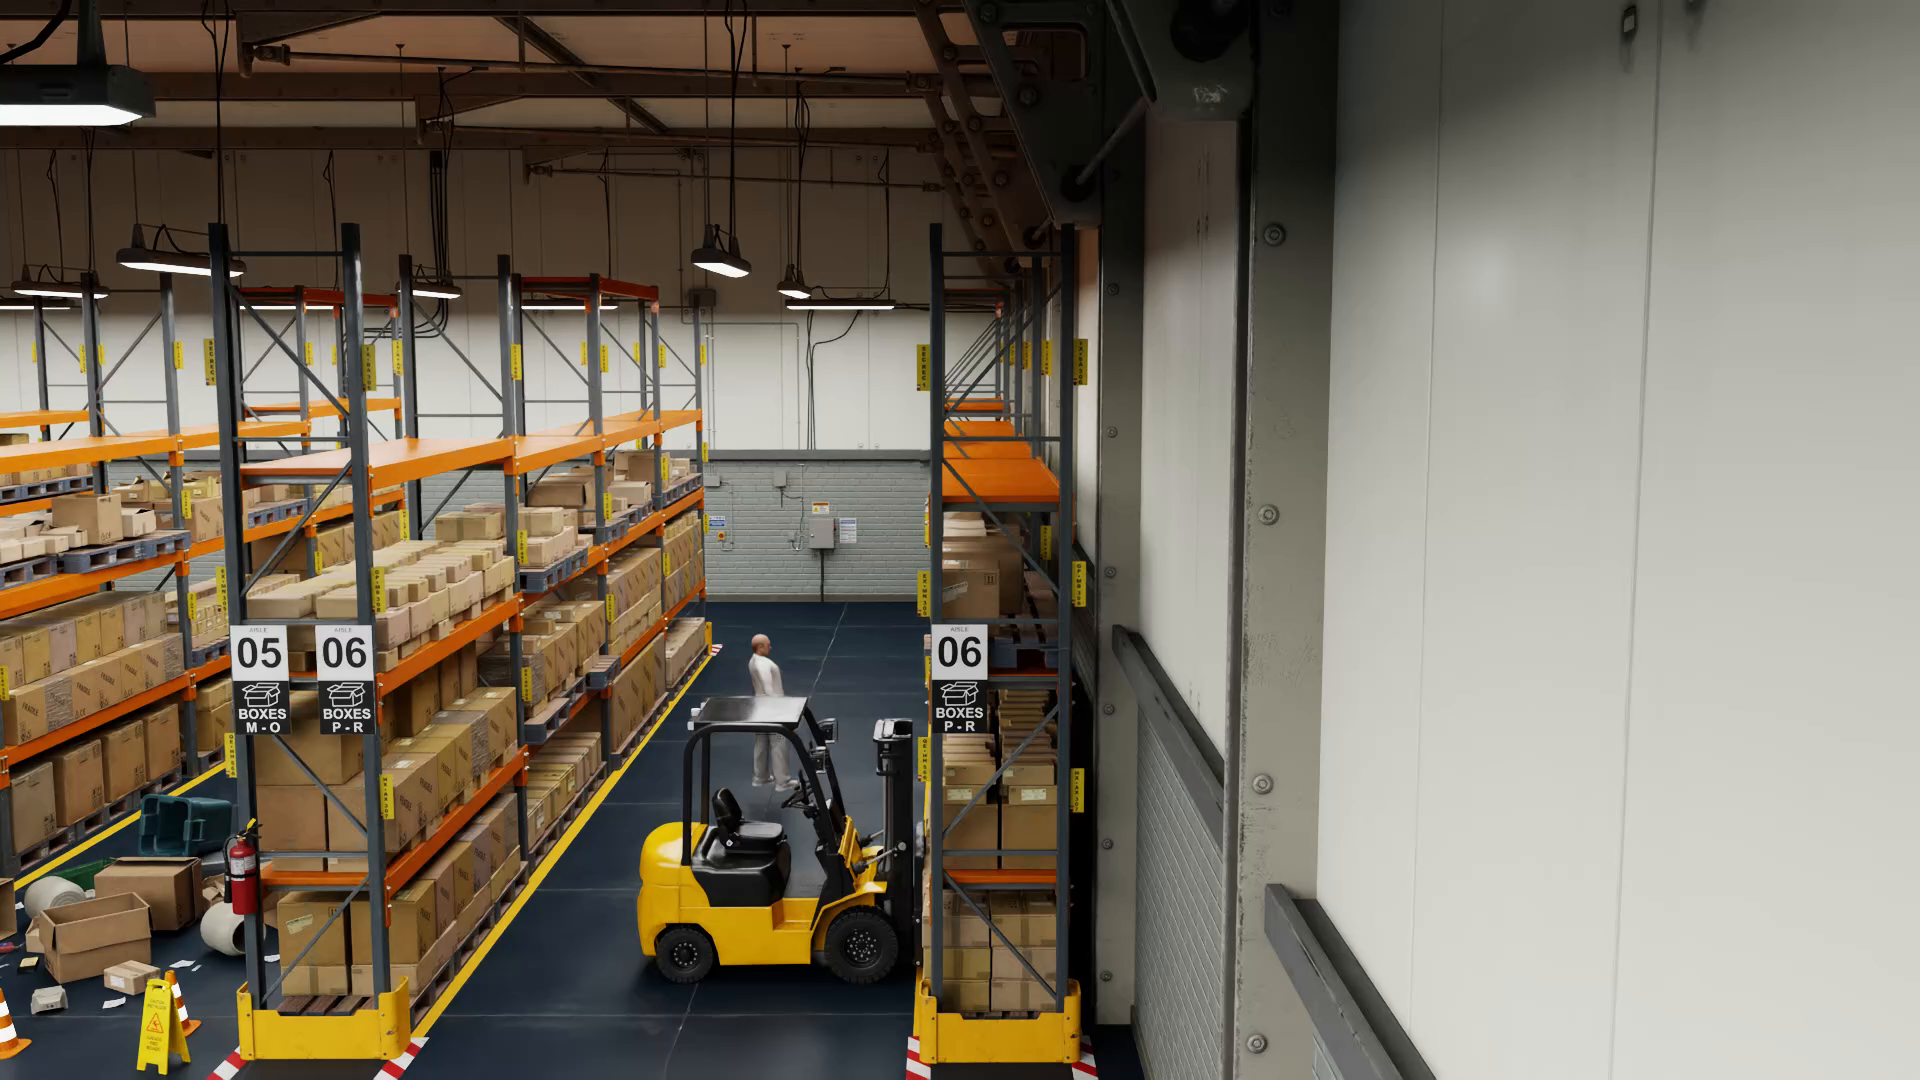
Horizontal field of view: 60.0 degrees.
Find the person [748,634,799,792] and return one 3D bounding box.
[{"bbox_3d":[-2.119,1.936,18.799,0.514,1.767,0.637,-4,8,-34],"label":"person"}]
